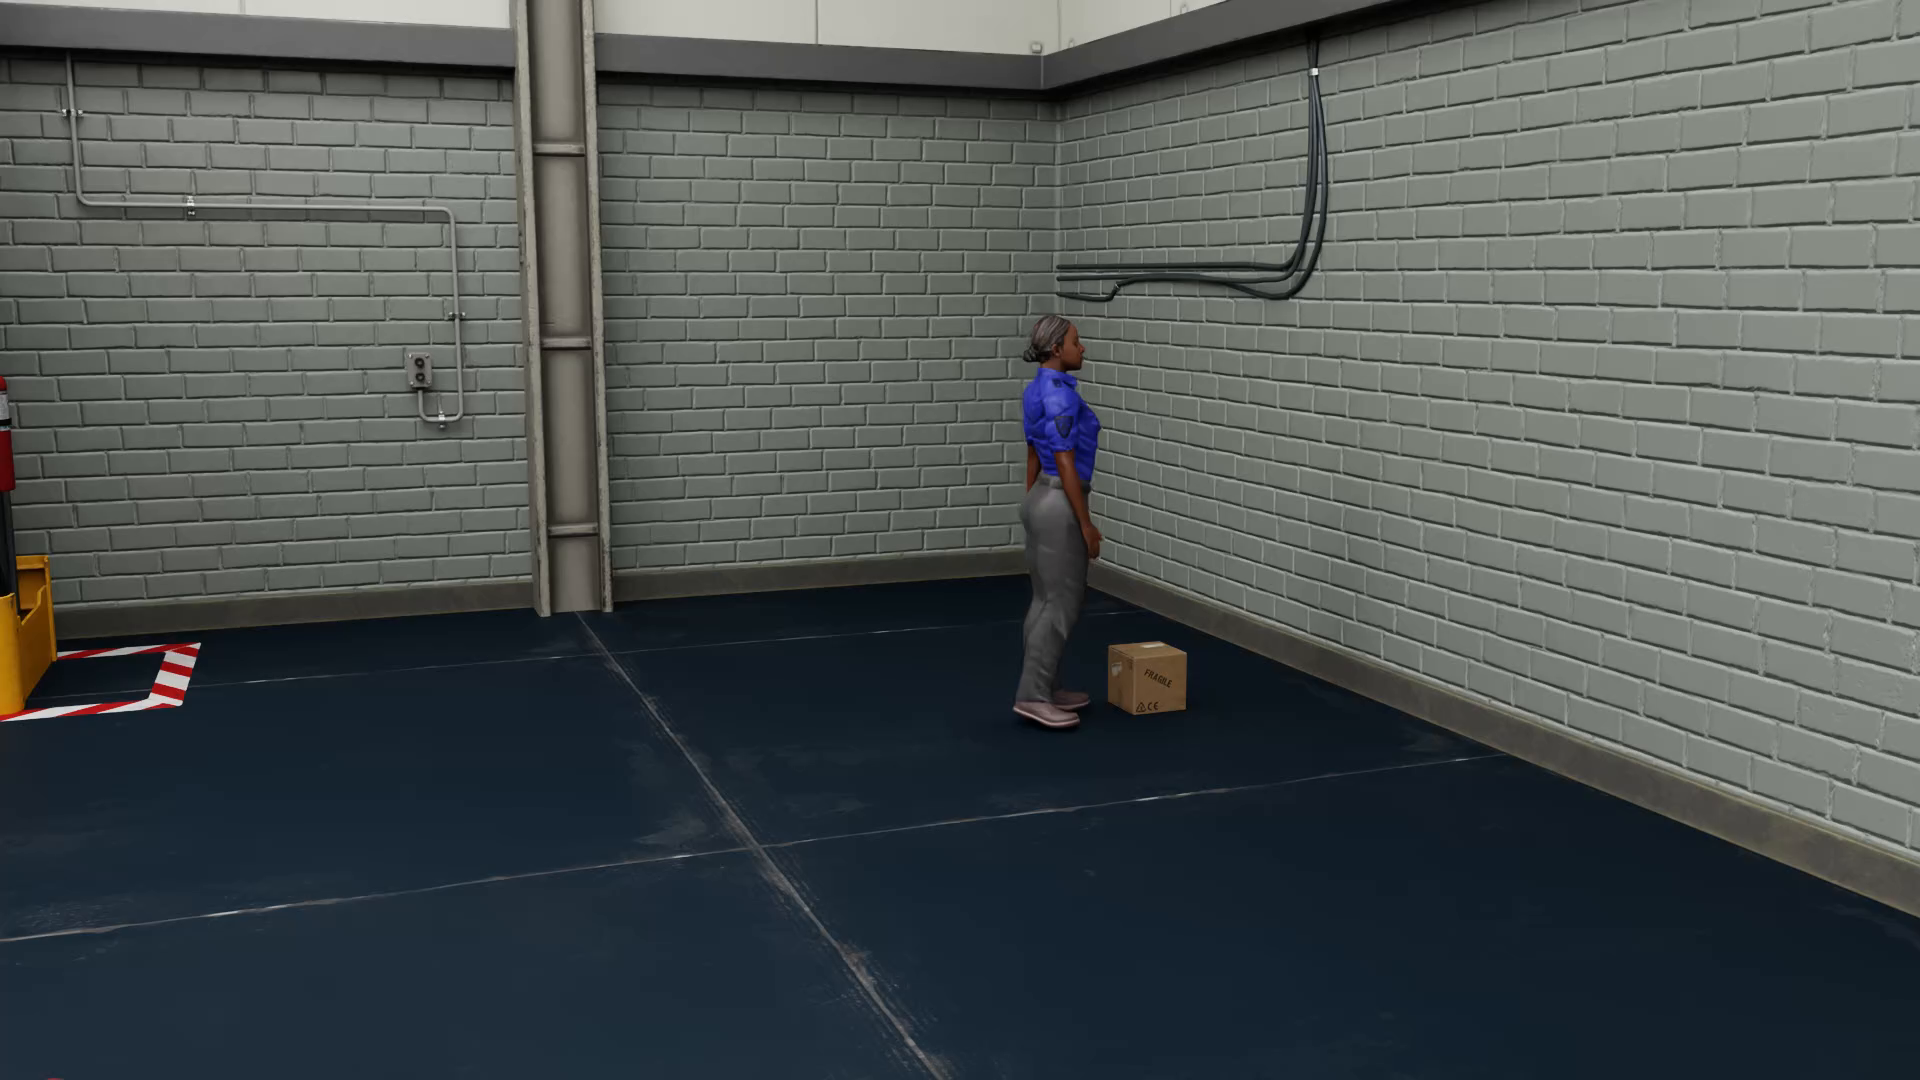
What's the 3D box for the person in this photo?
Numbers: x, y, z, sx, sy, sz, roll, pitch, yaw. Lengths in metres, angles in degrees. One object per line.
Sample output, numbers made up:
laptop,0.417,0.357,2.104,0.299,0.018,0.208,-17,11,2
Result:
person,0.390,-0.085,6.819,0.376,1.660,0.474,-2,9,-11
